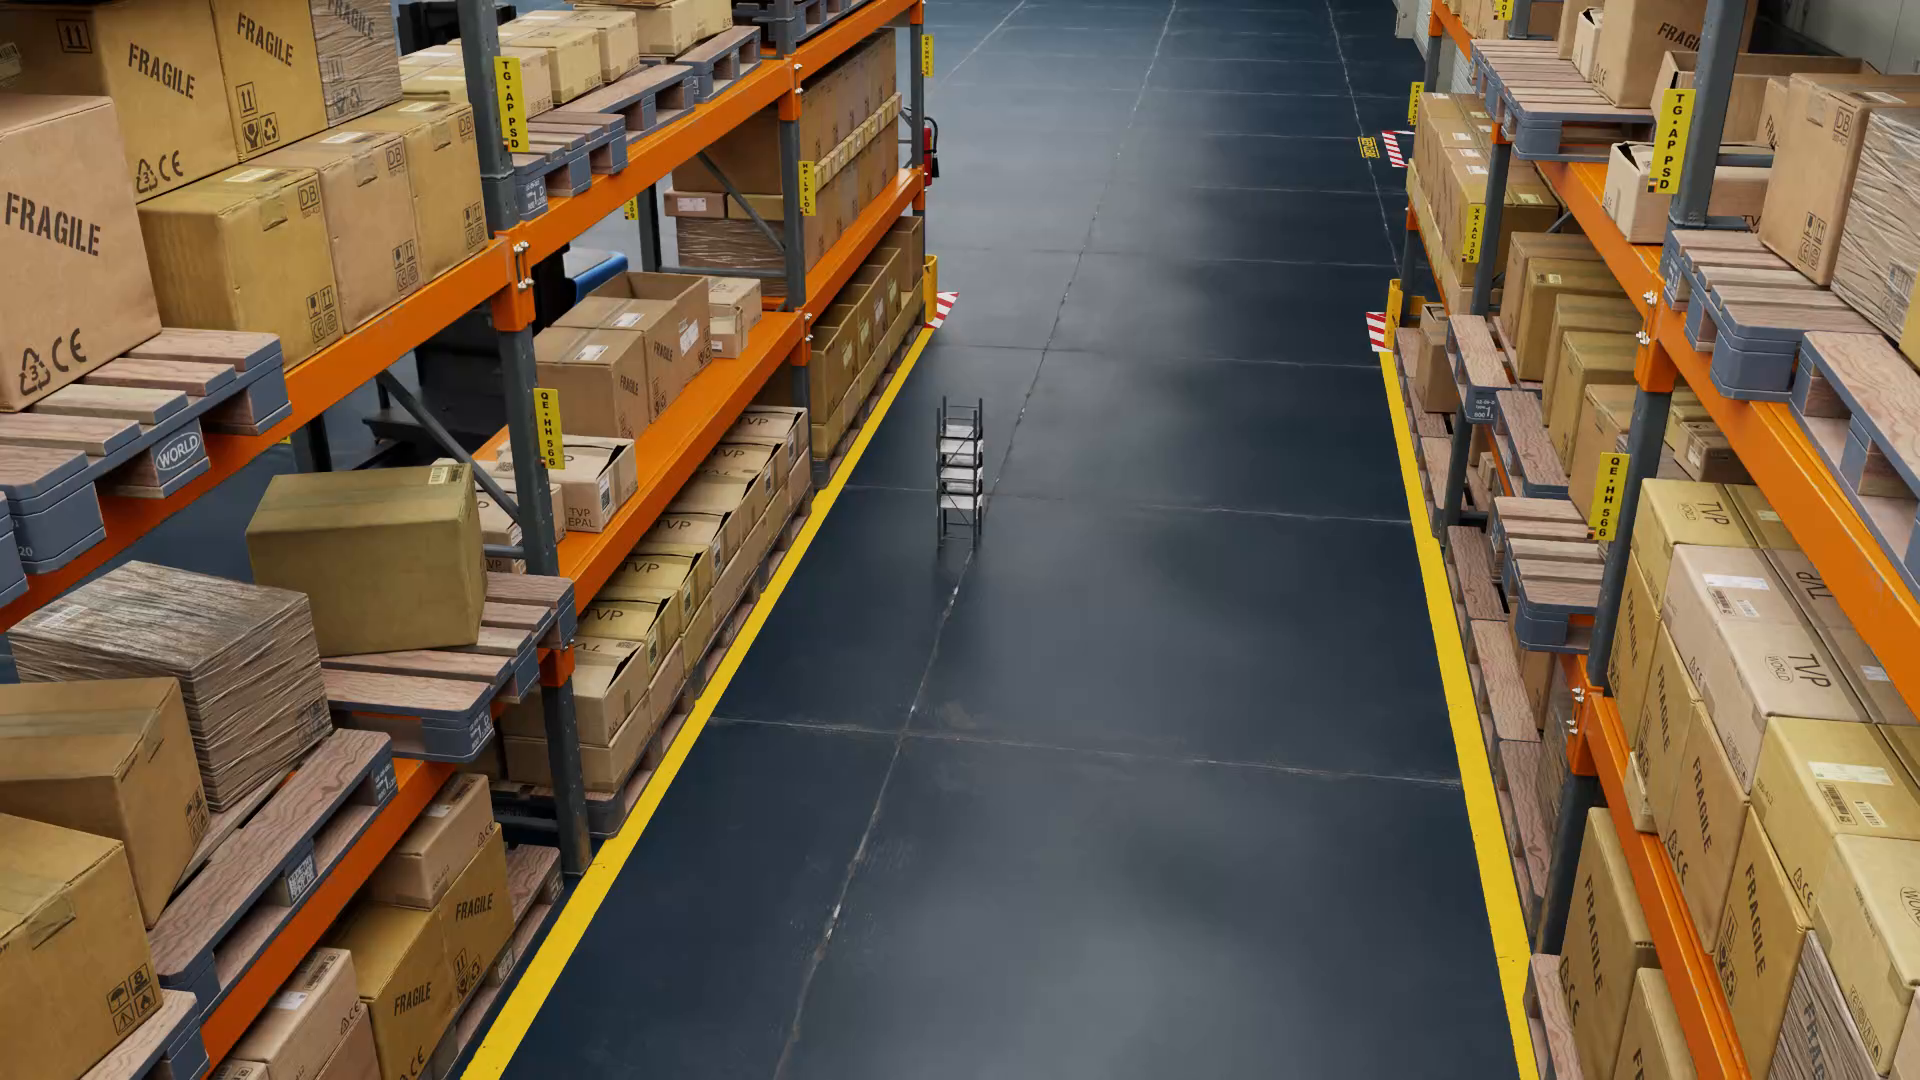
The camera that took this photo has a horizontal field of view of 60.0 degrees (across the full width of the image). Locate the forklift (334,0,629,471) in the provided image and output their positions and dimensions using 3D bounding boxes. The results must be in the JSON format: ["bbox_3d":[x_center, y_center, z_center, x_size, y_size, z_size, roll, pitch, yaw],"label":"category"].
[{"bbox_3d":[-3.359,-1.941,10.939,1.130,2.935,3.031,8,26,16],"label":"forklift"}]

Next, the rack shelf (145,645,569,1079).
[{"bbox_3d":[-2.432,1.195,5.007,1.077,0.370,4.000,4,25,9],"label":"rack shelf"}]

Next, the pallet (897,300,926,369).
[{"bbox_3d":[-0.881,-1.727,13.691,1.003,0.211,1.213,4,25,9],"label":"pallet"}]

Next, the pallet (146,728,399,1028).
[{"bbox_3d":[-2.418,0.934,4.944,1.003,0.211,1.213,4,25,9],"label":"pallet"}]

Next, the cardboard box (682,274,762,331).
[{"bbox_3d":[-1.489,-1.363,9.801,0.500,0.250,0.500,6,26,12],"label":"cardboard box"}]

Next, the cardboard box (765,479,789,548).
[{"bbox_3d":[-1.318,-0.180,9.844,0.500,0.250,0.500,4,25,8],"label":"cardboard box"}]

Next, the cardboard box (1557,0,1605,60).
[{"bbox_3d":[3.268,-2.669,8.263,0.500,0.500,0.500,8,26,16],"label":"cardboard box"}]

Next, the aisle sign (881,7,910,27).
[{"bbox_3d":[-0.497,-4.497,13.253,0.394,0.787,0.004,4,25,9],"label":"aisle sign"}]

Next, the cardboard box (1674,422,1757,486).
[{"bbox_3d":[2.809,-0.310,5.972,0.380,0.149,0.250,1,25,2],"label":"cardboard box"}]

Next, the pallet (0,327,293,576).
[{"bbox_3d":[-2.417,-0.269,3.970,1.213,0.211,1.003,4,25,9],"label":"pallet"}]

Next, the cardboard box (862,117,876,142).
[{"bbox_3d":[-0.841,-3.047,12.339,0.380,0.149,0.250,5,26,10],"label":"cardboard box"}]

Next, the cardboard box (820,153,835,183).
[{"bbox_3d":[-1.051,-2.505,11.181,0.380,0.149,0.250,3,25,7],"label":"cardboard box"}]

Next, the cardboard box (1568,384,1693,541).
[{"bbox_3d":[2.914,-0.303,6.722,0.700,0.500,0.500,2,25,4],"label":"cardboard box"}]

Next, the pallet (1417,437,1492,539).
[{"bbox_3d":[3.511,-0.319,10.682,1.003,0.211,1.213,4,25,9],"label":"pallet"}]

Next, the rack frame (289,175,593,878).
[{"bbox_3d":[-2.105,0.033,6.641,1.000,3.000,0.127,4,25,9],"label":"rack frame"}]

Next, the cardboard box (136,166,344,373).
[{"bbox_3d":[-2.312,-0.755,4.669,0.910,0.500,0.500,4,25,9],"label":"cardboard box"}]

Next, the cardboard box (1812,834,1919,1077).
[{"bbox_3d":[2.129,0.879,3.456,0.500,0.250,0.500,5,25,10],"label":"cardboard box"}]

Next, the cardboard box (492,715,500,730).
[{"bbox_3d":[-2.263,0.598,7.521,0.500,0.311,0.500,5,25,10],"label":"cardboard box"}]

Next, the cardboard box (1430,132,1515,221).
[{"bbox_3d":[3.462,-2.435,11.182,0.500,0.500,0.500,5,26,10],"label":"cardboard box"}]

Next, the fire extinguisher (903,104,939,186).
[{"bbox_3d":[-0.320,-3.295,13.843,0.296,0.674,0.183,4,25,9],"label":"fire extinguisher"}]

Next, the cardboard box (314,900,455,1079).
[{"bbox_3d":[-2.111,1.590,5.745,0.500,0.500,0.500,3,25,7],"label":"cardboard box"}]

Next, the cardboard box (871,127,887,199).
[{"bbox_3d":[-0.968,-2.944,12.883,0.700,0.500,0.500,5,25,10],"label":"cardboard box"}]

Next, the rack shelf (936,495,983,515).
[{"bbox_3d":[-0.001,-0.211,10.142,0.258,0.077,0.200,4,25,9],"label":"rack shelf"}]

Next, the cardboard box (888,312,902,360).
[{"bbox_3d":[-0.744,-1.594,12.865,0.500,0.250,0.500,4,25,9],"label":"cardboard box"}]

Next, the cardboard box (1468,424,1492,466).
[{"bbox_3d":[3.566,-0.802,10.855,0.500,0.500,0.500,2,25,5],"label":"cardboard box"}]

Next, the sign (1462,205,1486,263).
[{"bbox_3d":[2.900,-1.725,9.375,0.100,0.325,0.005,4,25,9],"label":"sign"}]

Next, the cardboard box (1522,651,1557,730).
[{"bbox_3d":[3.101,0.586,7.890,0.700,0.500,0.500,4,25,8],"label":"cardboard box"}]

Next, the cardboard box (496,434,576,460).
[{"bbox_3d":[-1.952,-0.390,7.842,0.380,0.149,0.250,6,26,12],"label":"cardboard box"}]

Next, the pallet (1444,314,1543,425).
[{"bbox_3d":[3.168,-0.902,8.865,1.003,0.211,1.213,4,25,9],"label":"pallet"}]

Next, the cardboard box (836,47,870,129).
[{"bbox_3d":[-1.058,-3.298,12.109,0.700,0.500,0.500,4,25,9],"label":"cardboard box"}]

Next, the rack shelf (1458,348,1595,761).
[{"bbox_3d":[3.109,-0.136,7.851,1.077,0.370,4.000,4,25,9],"label":"rack shelf"}]

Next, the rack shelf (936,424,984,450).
[{"bbox_3d":[-0.001,-0.619,9.952,0.258,0.077,0.200,4,25,9],"label":"rack shelf"}]

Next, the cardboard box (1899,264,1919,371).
[{"bbox_3d":[2.622,-0.566,3.745,0.700,0.500,0.500,5,26,11],"label":"cardboard box"}]

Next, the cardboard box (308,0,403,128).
[{"bbox_3d":[-2.183,-1.642,5.383,0.500,0.500,0.500,4,25,9],"label":"cardboard box"}]

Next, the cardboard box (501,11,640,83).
[{"bbox_3d":[-1.824,-2.325,7.823,0.500,0.250,0.500,2,25,4],"label":"cardboard box"}]

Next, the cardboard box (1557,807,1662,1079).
[{"bbox_3d":[2.533,1.457,5.640,0.750,0.750,0.750,4,25,8],"label":"cardboard box"}]

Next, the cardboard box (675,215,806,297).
[{"bbox_3d":[-1.385,-1.871,10.591,0.700,0.500,0.500,3,25,7],"label":"cardboard box"}]

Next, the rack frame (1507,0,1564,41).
[{"bbox_3d":[3.436,-4.015,8.214,1.000,3.000,0.127,4,25,9],"label":"rack frame"}]

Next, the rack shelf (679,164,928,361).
[{"bbox_3d":[-1.125,-2.151,12.155,1.077,0.370,4.000,4,25,9],"label":"rack shelf"}]

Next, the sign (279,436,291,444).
[{"bbox_3d":[-2.653,-0.528,6.475,0.100,0.325,0.005,4,25,9],"label":"sign"}]

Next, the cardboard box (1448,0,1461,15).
[{"bbox_3d":[3.585,-3.822,11.197,0.500,0.500,0.500,5,26,11],"label":"cardboard box"}]

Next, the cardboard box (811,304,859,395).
[{"bbox_3d":[-0.993,-1.306,11.366,0.500,0.500,0.500,4,25,9],"label":"cardboard box"}]

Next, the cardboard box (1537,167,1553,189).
[{"bbox_3d":[3.807,-1.977,10.205,0.500,0.500,0.500,4,25,8],"label":"cardboard box"}]

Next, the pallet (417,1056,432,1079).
[{"bbox_3d":[-2.466,2.114,5.484,1.003,0.211,1.213,4,25,9],"label":"pallet"}]

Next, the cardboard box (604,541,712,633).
[{"bbox_3d":[-1.567,0.202,8.367,0.500,0.311,0.500,3,25,7],"label":"cardboard box"}]

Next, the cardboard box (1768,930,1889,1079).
[{"bbox_3d":[2.120,1.224,3.603,0.500,0.500,0.500,4,25,9],"label":"cardboard box"}]

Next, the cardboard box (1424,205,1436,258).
[{"bbox_3d":[3.452,-2.088,11.326,0.500,0.250,0.500,4,25,9],"label":"cardboard box"}]

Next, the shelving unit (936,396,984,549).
[{"bbox_3d":[-0.001,-0.404,10.052,0.258,0.900,0.210,4,25,9],"label":"shelving unit"}]

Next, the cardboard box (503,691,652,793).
[{"bbox_3d":[-1.730,0.889,7.560,0.500,0.250,0.500,4,25,8],"label":"cardboard box"}]

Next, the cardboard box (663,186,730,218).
[{"bbox_3d":[-1.618,-2.108,10.331,0.380,0.149,0.250,4,25,8],"label":"cardboard box"}]
